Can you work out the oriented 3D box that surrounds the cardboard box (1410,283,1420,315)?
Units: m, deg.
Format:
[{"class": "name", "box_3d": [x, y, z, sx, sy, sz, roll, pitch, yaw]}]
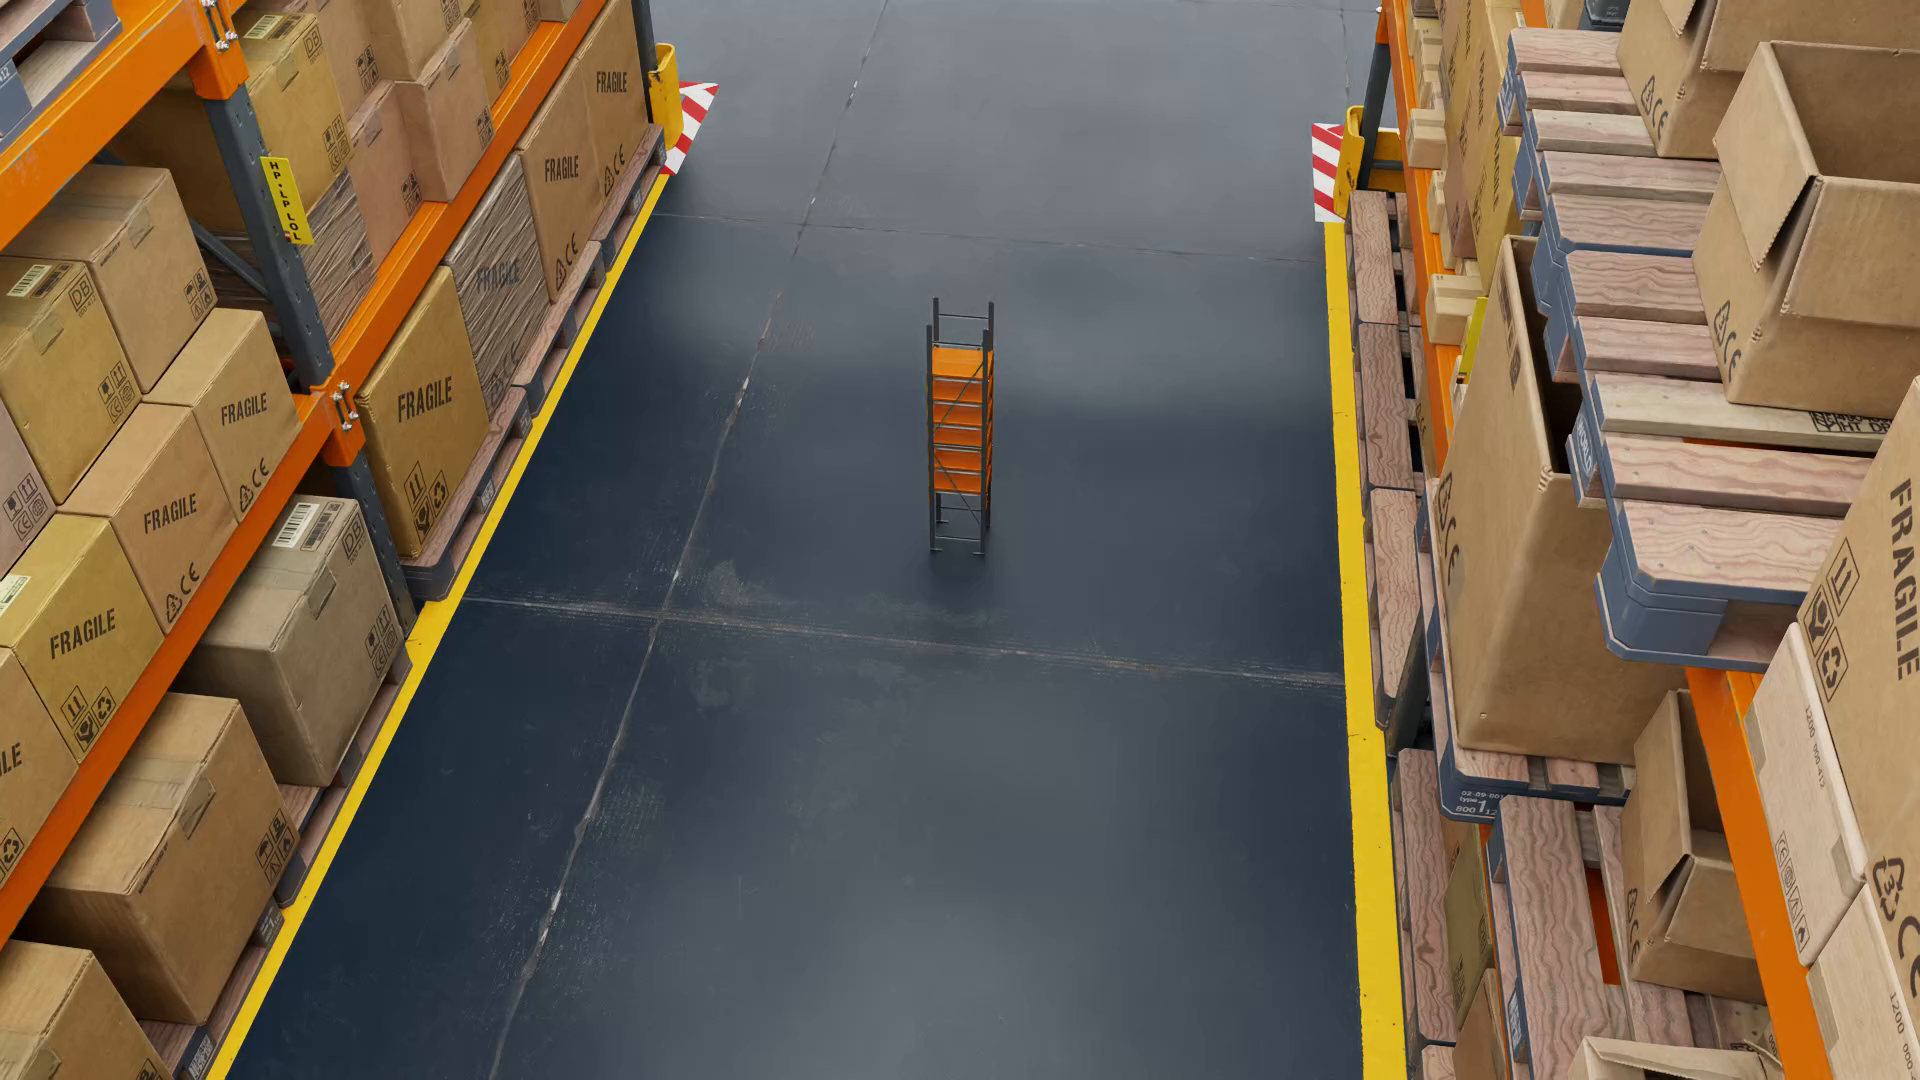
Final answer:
[{"class": "cardboard box", "box_3d": [2.528, -1.384, 8.065, 0.500, 0.500, 0.500, 16, 46, 16]}]

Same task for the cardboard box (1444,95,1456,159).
[{"class": "cardboard box", "box_3d": [2.438, -1.717, 6.615, 0.875, 0.500, 0.500, 5, 44, 6]}]

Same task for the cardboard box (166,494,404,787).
[{"class": "cardboard box", "box_3d": [-2.753, 0.328, 6.074, 1.050, 0.750, 0.750, 5, 44, 5]}]

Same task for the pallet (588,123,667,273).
[{"class": "pallet", "box_3d": [-2.260, -1.929, 9.156, 1.003, 0.211, 1.213, 5, 44, 6]}]

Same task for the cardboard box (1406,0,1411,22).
[{"class": "cardboard box", "box_3d": [2.346, -2.541, 7.957, 0.380, 0.149, 0.250, 5, 44, 6]}]

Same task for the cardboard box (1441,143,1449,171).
[{"class": "cardboard box", "box_3d": [2.202, -1.514, 6.872, 0.380, 0.149, 0.250, 5, 44, 6]}]

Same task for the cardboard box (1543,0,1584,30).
[{"class": "cardboard box", "box_3d": [1.944, -1.617, 4.725, 0.500, 0.250, 0.500, 7, 44, 7]}]

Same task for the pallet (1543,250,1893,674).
[{"class": "pallet", "box_3d": [1.822, -0.150, 3.204, 1.213, 0.211, 1.003, 5, 44, 6]}]

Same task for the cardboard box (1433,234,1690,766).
[{"class": "cardboard box", "box_3d": [1.899, -0.089, 4.443, 1.000, 1.000, 1.000, 6, 44, 6]}]

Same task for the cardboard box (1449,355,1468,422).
[{"class": "cardboard box", "box_3d": [1.922, -0.499, 5.800, 0.380, 0.149, 0.250, 5, 44, 6]}]

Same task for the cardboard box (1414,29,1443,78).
[{"class": "cardboard box", "box_3d": [2.285, -2.200, 7.597, 0.380, 0.149, 0.250, 5, 44, 6]}]

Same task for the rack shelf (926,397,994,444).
[{"class": "rack shelf", "box_3d": [0.002, -0.500, 6.818, 0.258, 0.103, 0.180, 5, 44, 6]}]

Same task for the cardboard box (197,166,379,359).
[{"class": "cardboard box", "box_3d": [-2.723, -1.074, 6.116, 0.875, 0.550, 0.550, 5, 44, 6]}]

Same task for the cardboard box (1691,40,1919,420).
[{"class": "cardboard box", "box_3d": [1.859, -0.573, 3.134, 0.797, 0.503, 0.637, 7, 44, 7]}]

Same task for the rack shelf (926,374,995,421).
[{"class": "rack shelf", "box_3d": [0.002, -0.588, 6.736, 0.258, 0.103, 0.180, 5, 44, 6]}]

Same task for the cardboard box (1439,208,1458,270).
[{"class": "cardboard box", "box_3d": [2.094, -1.177, 6.516, 0.380, 0.149, 0.250, 5, 44, 6]}]

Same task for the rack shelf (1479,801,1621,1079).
[{"class": "rack shelf", "box_3d": [1.879, 1.377, 4.160, 1.077, 0.370, 4.000, 5, 44, 6]}]

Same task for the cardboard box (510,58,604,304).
[{"class": "cardboard box", "box_3d": [-2.370, -1.806, 8.238, 0.875, 0.875, 0.875, 5, 44, 5]}]

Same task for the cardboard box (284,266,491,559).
[{"class": "cardboard box", "box_3d": [-2.608, -0.570, 6.933, 0.875, 0.875, 0.875, 6, 44, 6]}]

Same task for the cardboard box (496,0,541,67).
[{"class": "cardboard box", "box_3d": [-2.485, -2.544, 7.668, 0.875, 0.550, 0.550, 5, 44, 6]}]

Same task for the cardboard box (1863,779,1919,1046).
[{"class": "cardboard box", "box_3d": [1.486, 0.473, 1.973, 0.500, 0.500, 0.500, 5, 44, 5]}]

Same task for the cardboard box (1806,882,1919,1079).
[{"class": "cardboard box", "box_3d": [1.486, 0.758, 2.217, 0.500, 0.250, 0.500, 5, 44, 5]}]

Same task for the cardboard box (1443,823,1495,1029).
[{"class": "cardboard box", "box_3d": [1.959, 1.240, 5.279, 0.700, 0.500, 0.500, 5, 44, 5]}]

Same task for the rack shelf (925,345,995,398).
[{"class": "rack shelf", "box_3d": [0.002, -0.675, 6.653, 0.258, 0.103, 0.180, 5, 44, 6]}]

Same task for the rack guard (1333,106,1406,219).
[{"class": "rack guard", "box_3d": [2.662, -2.014, 9.036, 1.175, 0.500, 0.348, 5, 44, 6]}]

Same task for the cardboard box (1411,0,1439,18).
[{"class": "cardboard box", "box_3d": [2.572, -2.746, 7.701, 0.875, 0.500, 0.500, 5, 44, 6]}]

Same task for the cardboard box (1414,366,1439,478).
[{"class": "cardboard box", "box_3d": [2.308, -0.583, 7.218, 0.500, 0.500, 0.500, 2, 43, 2]}]

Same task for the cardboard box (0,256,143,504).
[{"class": "cardboard box", "box_3d": [-2.886, -0.477, 4.794, 0.700, 0.500, 0.500, 5, 44, 5]}]

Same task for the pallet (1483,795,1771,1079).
[{"class": "pallet", "box_3d": [1.835, 1.195, 3.968, 1.003, 0.211, 1.213, 5, 44, 6]}]

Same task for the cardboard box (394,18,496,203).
[{"class": "cardboard box", "box_3d": [-2.485, -1.808, 6.891, 0.875, 0.550, 0.550, 5, 44, 6]}]

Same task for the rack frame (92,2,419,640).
[{"class": "rack frame", "box_3d": [-2.760, -0.767, 5.901, 1.000, 3.000, 0.127, 5, 44, 6]}]

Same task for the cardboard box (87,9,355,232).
[{"class": "cardboard box", "box_3d": [-2.677, -1.462, 5.740, 0.875, 0.550, 0.550, 5, 44, 6]}]

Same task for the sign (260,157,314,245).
[{"class": "sign", "box_3d": [-2.221, -1.116, 5.485, 0.100, 0.325, 0.005, 5, 44, 6]}]

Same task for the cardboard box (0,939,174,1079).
[{"class": "cardboard box", "box_3d": [-3.007, 1.620, 4.710, 1.050, 0.750, 0.750, 6, 44, 6]}]

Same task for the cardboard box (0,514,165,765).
[{"class": "cardboard box", "box_3d": [-2.698, 0.265, 4.738, 0.500, 0.500, 0.500, 6, 44, 6]}]

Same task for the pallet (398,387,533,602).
[{"class": "pallet", "box_3d": [-2.582, -0.266, 7.399, 1.003, 0.211, 1.213, 5, 44, 6]}]

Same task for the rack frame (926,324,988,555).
[{"class": "rack frame", "box_3d": [-0.010, -0.383, 6.804, 0.240, 1.200, 0.006, 5, 44, 6]}]

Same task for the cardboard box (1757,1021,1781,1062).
[{"class": "cardboard box", "box_3d": [2.064, 1.259, 3.564, 0.500, 0.250, 0.500, 4, 44, 4]}]

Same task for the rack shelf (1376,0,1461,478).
[{"class": "rack shelf", "box_3d": [2.407, -1.349, 7.039, 1.077, 0.370, 4.000, 5, 44, 6]}]

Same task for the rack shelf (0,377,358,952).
[{"class": "rack shelf", "box_3d": [-3.025, 0.857, 4.709, 1.077, 0.370, 4.000, 5, 44, 6]}]

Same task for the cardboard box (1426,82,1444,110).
[{"class": "cardboard box", "box_3d": [2.239, -1.857, 7.235, 0.380, 0.149, 0.250, 5, 44, 6]}]

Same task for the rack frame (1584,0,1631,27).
[{"class": "rack frame", "box_3d": [2.143, -2.426, 3.289, 1.000, 3.000, 0.127, 5, 44, 6]}]

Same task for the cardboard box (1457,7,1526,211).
[{"class": "cardboard box", "box_3d": [1.994, -1.427, 5.582, 0.500, 0.500, 0.500, 5, 44, 6]}]

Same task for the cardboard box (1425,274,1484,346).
[{"class": "cardboard box", "box_3d": [1.938, -0.844, 6.165, 0.380, 0.149, 0.250, 5, 44, 6]}]

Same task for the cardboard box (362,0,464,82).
[{"class": "cardboard box", "box_3d": [-2.512, -2.203, 6.523, 0.875, 0.550, 0.550, 5, 44, 6]}]

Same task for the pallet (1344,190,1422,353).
[{"class": "pallet", "box_3d": [2.519, -1.359, 8.554, 1.003, 0.211, 1.213, 5, 44, 6]}]

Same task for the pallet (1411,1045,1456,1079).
[{"class": "pallet", "box_3d": [1.883, 2.130, 4.870, 1.003, 0.211, 1.213, 5, 44, 6]}]

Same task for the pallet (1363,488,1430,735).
[{"class": "pallet", "box_3d": [2.197, 0.304, 6.797, 1.003, 0.211, 1.213, 5, 44, 6]}]

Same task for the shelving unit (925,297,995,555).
[{"class": "shelving unit", "box_3d": [0.002, -0.446, 6.870, 0.258, 1.200, 0.189, 5, 44, 6]}]

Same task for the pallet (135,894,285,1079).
[{"class": "pallet", "box_3d": [-2.946, 1.612, 5.416, 1.003, 0.211, 1.213, 5, 44, 6]}]

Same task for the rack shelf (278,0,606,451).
[{"class": "rack shelf", "box_3d": [-2.496, -1.869, 7.588, 1.077, 0.370, 4.000, 5, 44, 6]}]

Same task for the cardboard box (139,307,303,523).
[{"class": "cardboard box", "box_3d": [-2.564, -0.424, 5.465, 0.500, 0.500, 0.500, 5, 44, 5]}]

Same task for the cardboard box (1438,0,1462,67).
[{"class": "cardboard box", "box_3d": [2.131, -2.109, 6.301, 0.500, 0.500, 0.500, 5, 44, 6]}]
